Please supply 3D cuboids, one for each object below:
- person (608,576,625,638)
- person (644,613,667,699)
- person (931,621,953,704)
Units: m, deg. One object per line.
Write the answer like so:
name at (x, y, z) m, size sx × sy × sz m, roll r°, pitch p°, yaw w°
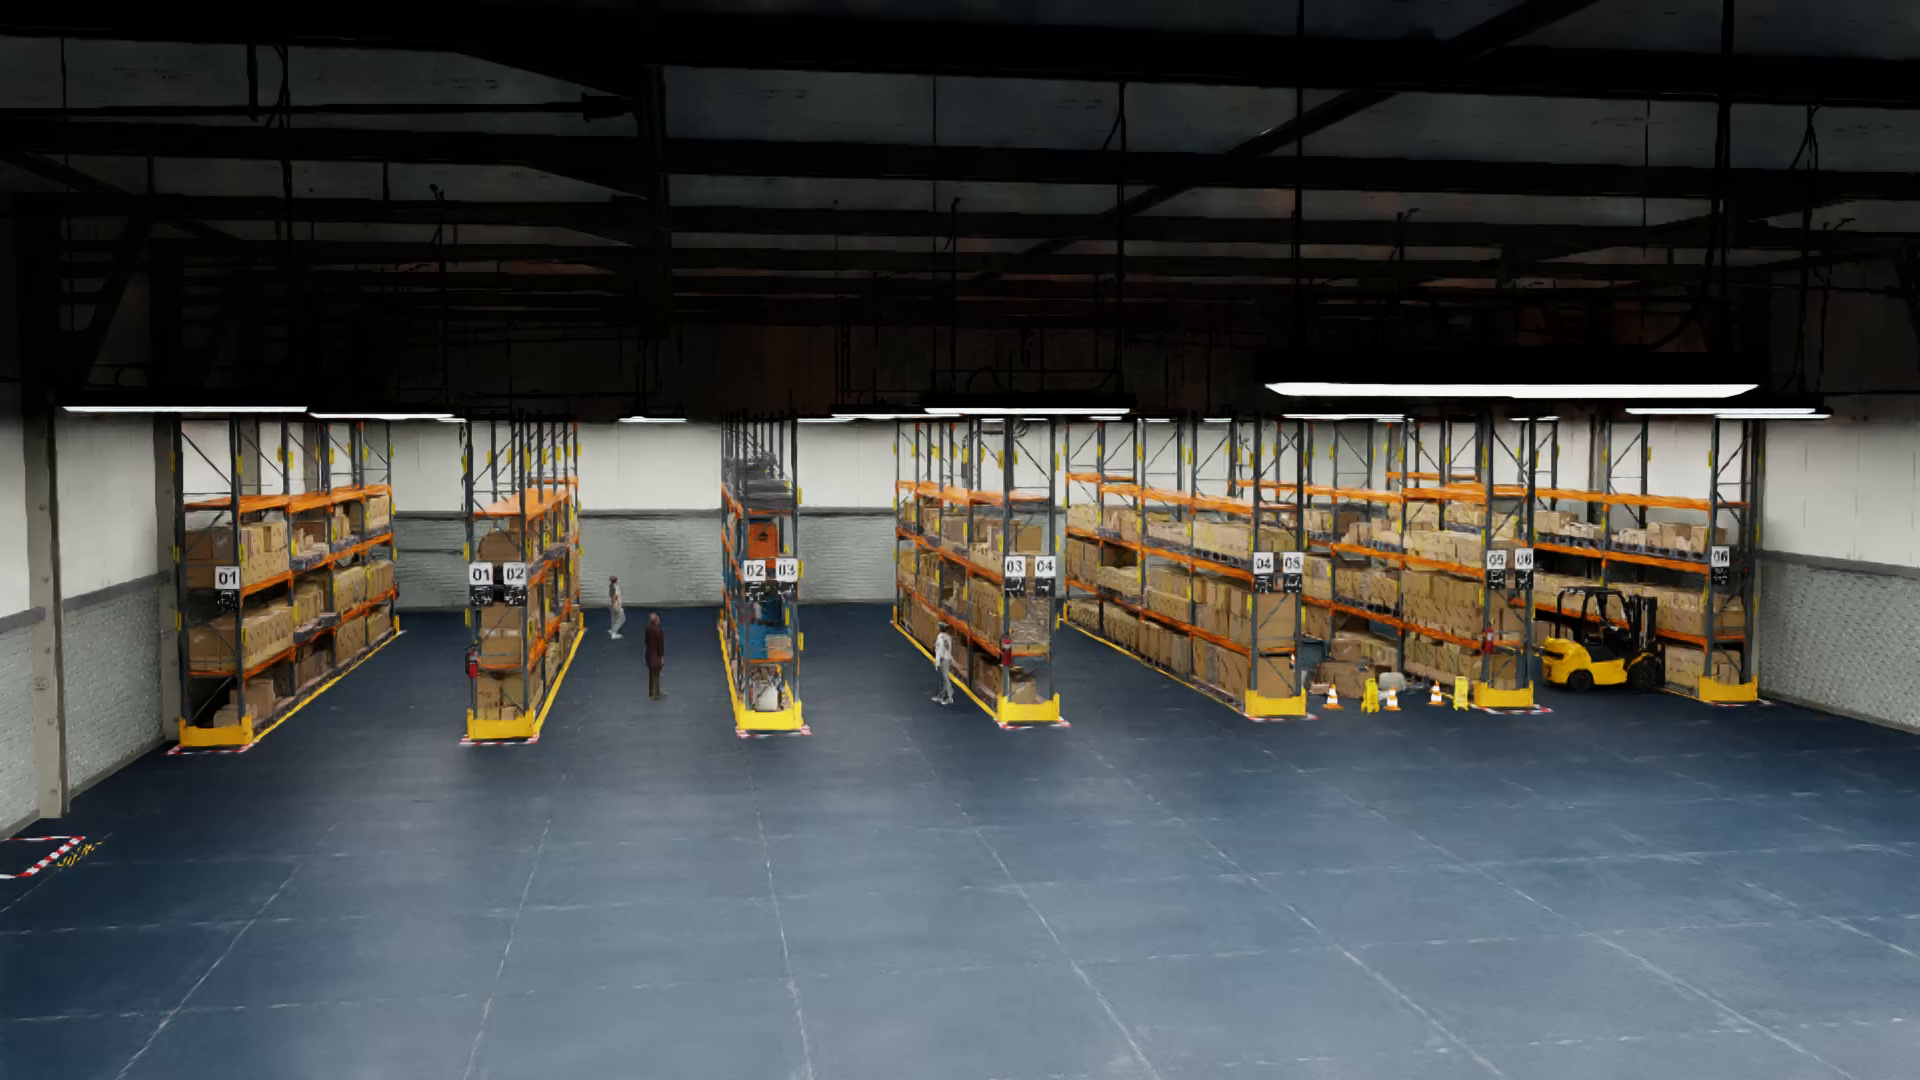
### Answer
person at (-9.221, 1.788, 44.451) m, size 0.432 × 1.670 × 0.504 m, roll -3°, pitch 5°, yaw -39°
person at (-6.310, 2.401, 34.634) m, size 0.514 × 1.785 × 0.638 m, roll -3°, pitch 5°, yaw -39°
person at (-0.368, 2.494, 34.160) m, size 0.550 × 1.664 × 0.579 m, roll 1°, pitch 4°, yaw 17°
